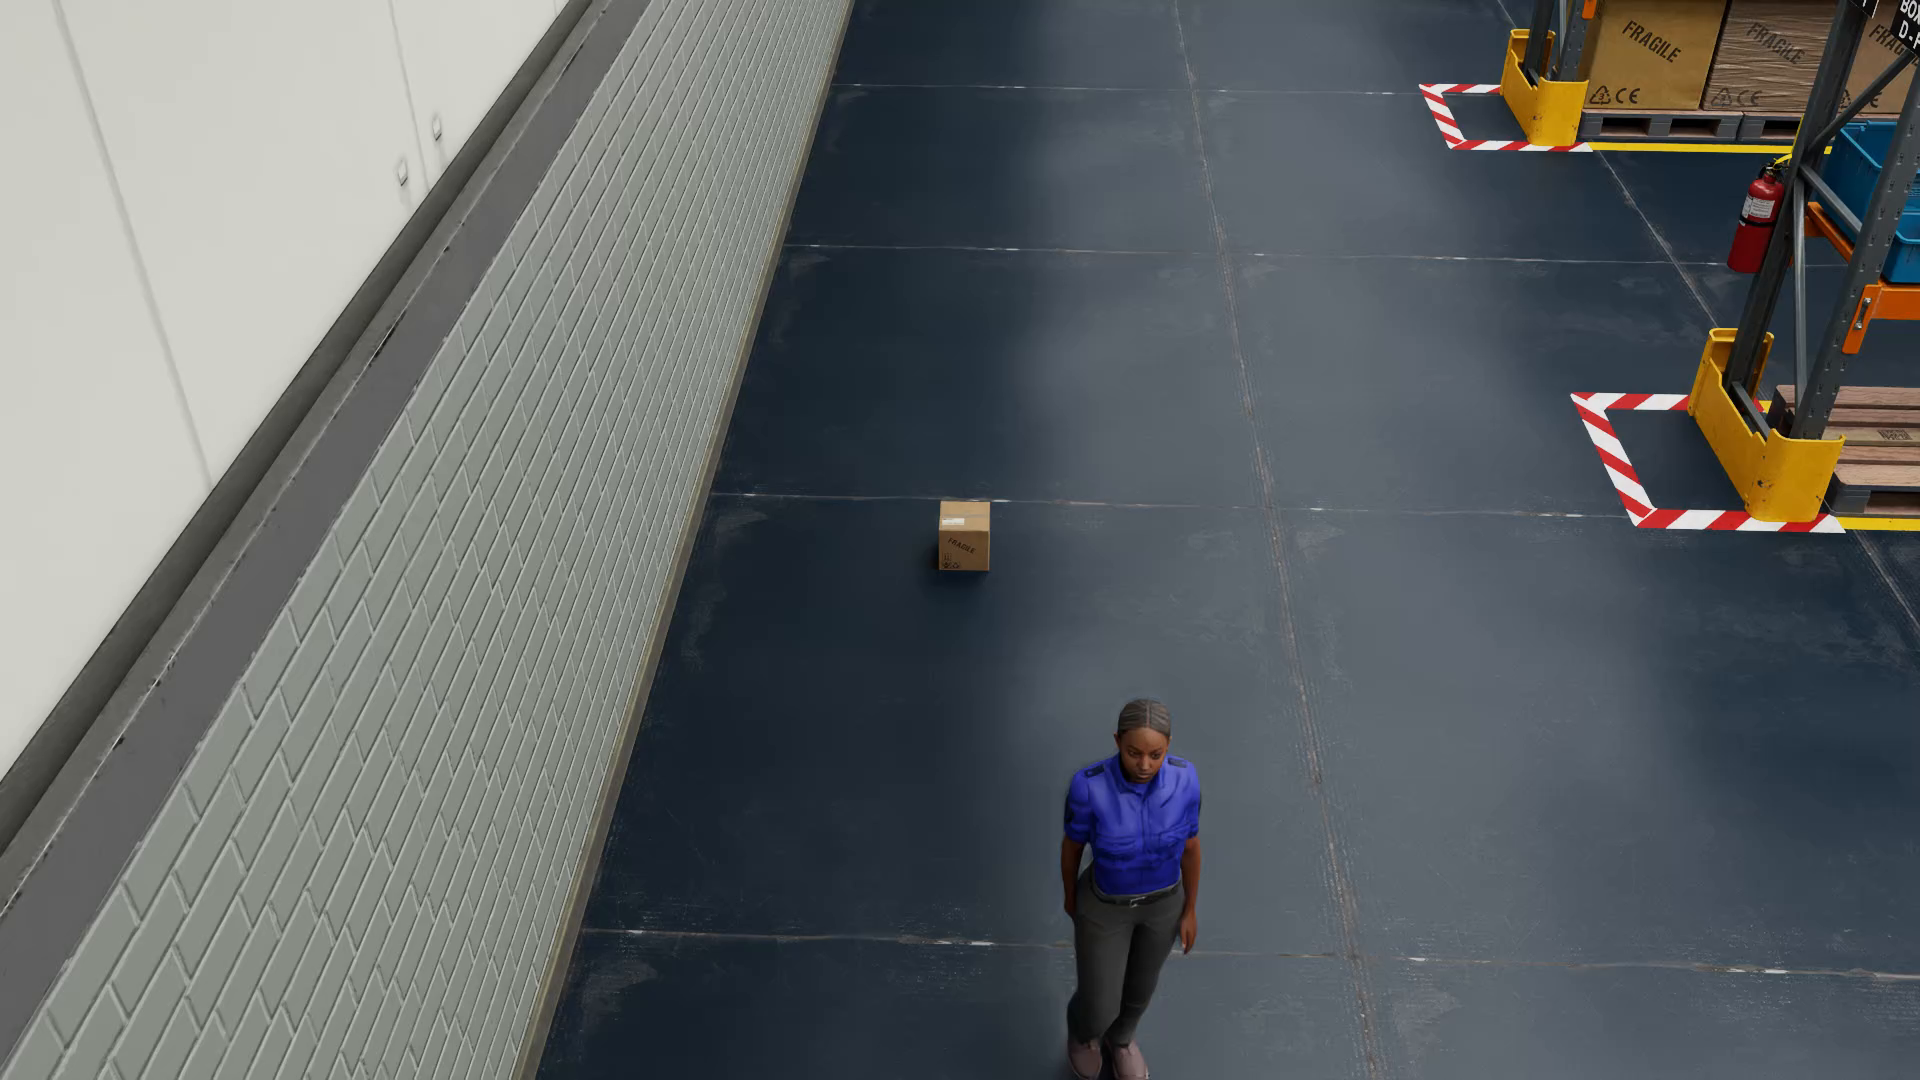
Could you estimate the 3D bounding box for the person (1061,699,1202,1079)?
[{"bbox_3d":[0.565,1.227,5.417,0.441,1.660,0.408,-7,36,-9],"label":"person"}]
